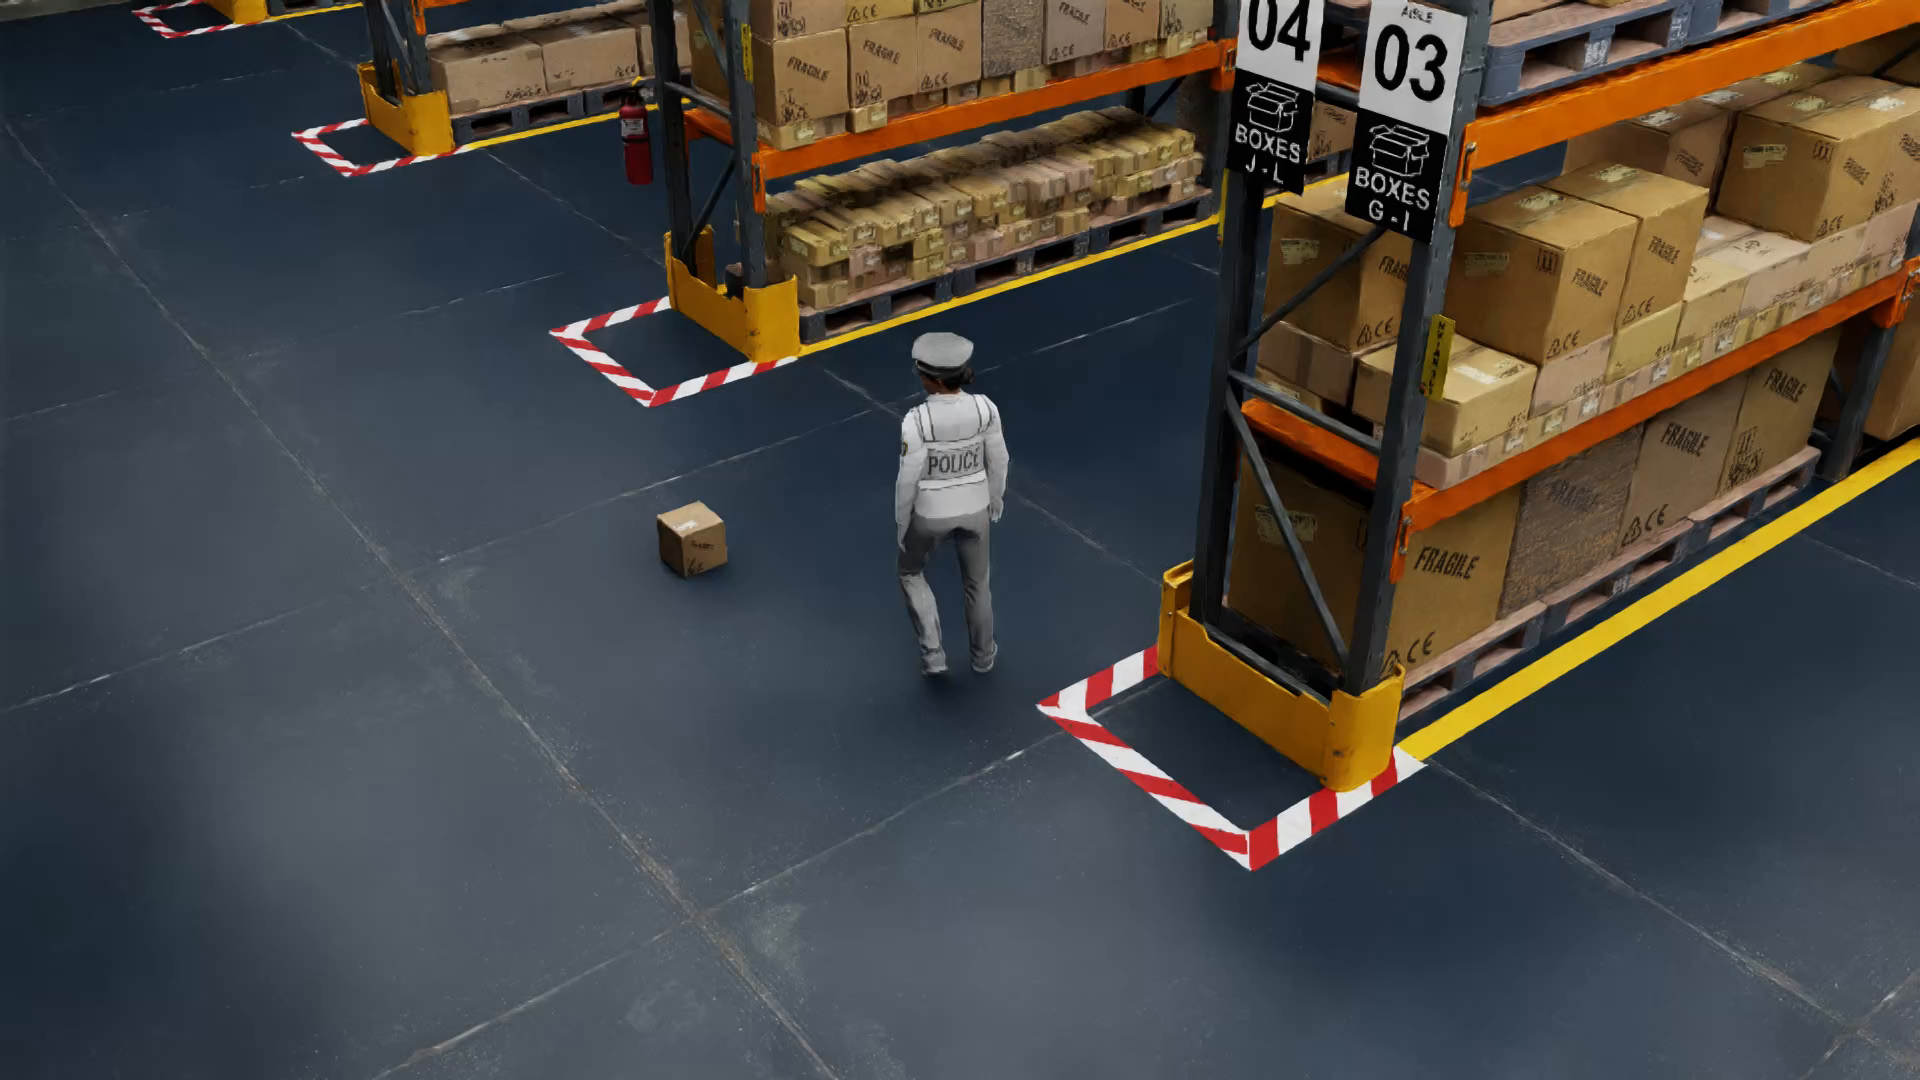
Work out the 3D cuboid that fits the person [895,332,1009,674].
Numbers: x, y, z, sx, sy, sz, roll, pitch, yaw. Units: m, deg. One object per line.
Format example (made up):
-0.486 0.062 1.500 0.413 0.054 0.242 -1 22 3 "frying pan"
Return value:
-0.028 -0.106 7.271 0.535 1.663 0.387 -10 34 -15 "person"
